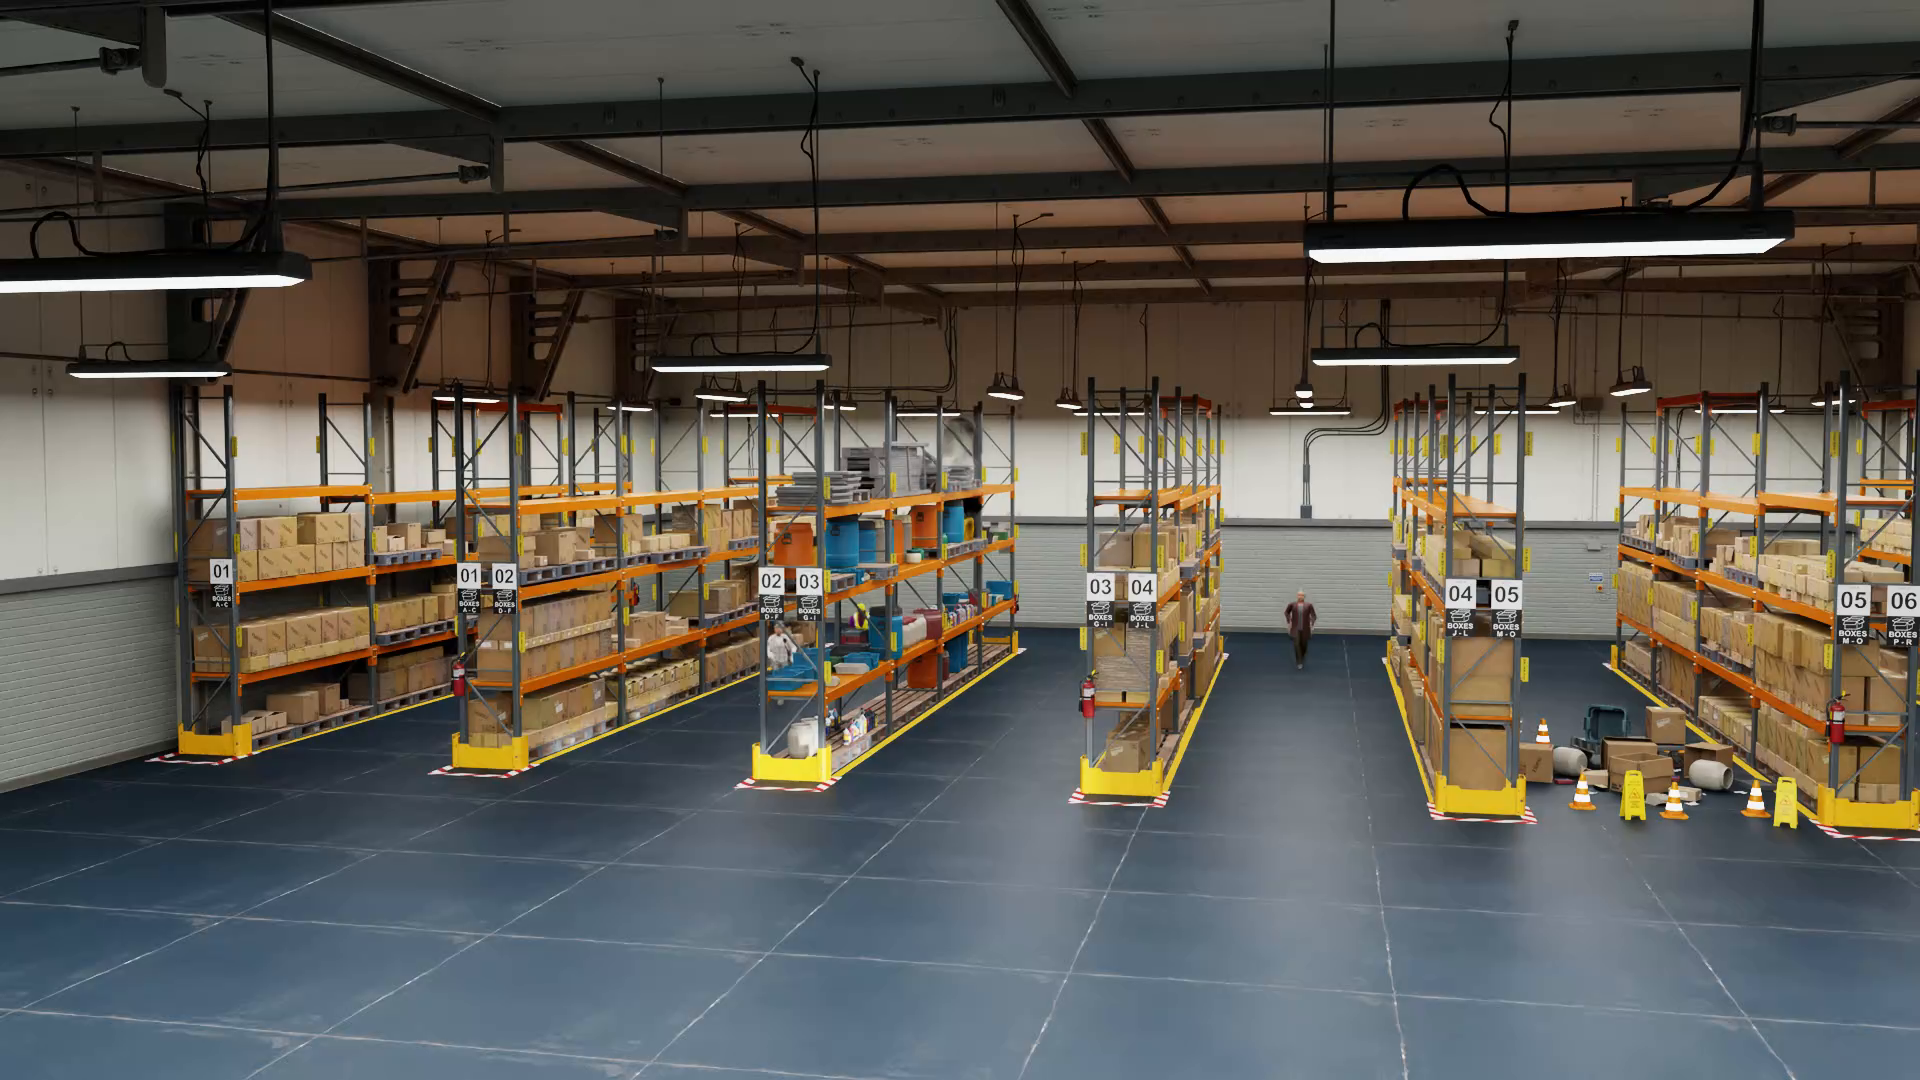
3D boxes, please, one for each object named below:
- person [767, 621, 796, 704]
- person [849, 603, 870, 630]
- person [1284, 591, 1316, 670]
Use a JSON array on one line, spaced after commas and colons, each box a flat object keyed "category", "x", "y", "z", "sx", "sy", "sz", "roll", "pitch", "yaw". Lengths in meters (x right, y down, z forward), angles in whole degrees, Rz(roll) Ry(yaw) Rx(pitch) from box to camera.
[{"category": "person", "x": -3.483, "y": 2.373, "z": 32.203, "sx": 0.592, "sy": 1.646, "sz": 0.633, "roll": 0, "pitch": 3, "yaw": -1}, {"category": "person", "x": -2.046, "y": 2.167, "z": 36.071, "sx": 0.722, "sy": 1.623, "sz": 0.816, "roll": 1, "pitch": 3, "yaw": 16}, {"category": "person", "x": 7.703, "y": 2.023, "z": 37.668, "sx": 0.711, "sy": 1.748, "sz": 0.808, "roll": 1, "pitch": 3, "yaw": 11}]
